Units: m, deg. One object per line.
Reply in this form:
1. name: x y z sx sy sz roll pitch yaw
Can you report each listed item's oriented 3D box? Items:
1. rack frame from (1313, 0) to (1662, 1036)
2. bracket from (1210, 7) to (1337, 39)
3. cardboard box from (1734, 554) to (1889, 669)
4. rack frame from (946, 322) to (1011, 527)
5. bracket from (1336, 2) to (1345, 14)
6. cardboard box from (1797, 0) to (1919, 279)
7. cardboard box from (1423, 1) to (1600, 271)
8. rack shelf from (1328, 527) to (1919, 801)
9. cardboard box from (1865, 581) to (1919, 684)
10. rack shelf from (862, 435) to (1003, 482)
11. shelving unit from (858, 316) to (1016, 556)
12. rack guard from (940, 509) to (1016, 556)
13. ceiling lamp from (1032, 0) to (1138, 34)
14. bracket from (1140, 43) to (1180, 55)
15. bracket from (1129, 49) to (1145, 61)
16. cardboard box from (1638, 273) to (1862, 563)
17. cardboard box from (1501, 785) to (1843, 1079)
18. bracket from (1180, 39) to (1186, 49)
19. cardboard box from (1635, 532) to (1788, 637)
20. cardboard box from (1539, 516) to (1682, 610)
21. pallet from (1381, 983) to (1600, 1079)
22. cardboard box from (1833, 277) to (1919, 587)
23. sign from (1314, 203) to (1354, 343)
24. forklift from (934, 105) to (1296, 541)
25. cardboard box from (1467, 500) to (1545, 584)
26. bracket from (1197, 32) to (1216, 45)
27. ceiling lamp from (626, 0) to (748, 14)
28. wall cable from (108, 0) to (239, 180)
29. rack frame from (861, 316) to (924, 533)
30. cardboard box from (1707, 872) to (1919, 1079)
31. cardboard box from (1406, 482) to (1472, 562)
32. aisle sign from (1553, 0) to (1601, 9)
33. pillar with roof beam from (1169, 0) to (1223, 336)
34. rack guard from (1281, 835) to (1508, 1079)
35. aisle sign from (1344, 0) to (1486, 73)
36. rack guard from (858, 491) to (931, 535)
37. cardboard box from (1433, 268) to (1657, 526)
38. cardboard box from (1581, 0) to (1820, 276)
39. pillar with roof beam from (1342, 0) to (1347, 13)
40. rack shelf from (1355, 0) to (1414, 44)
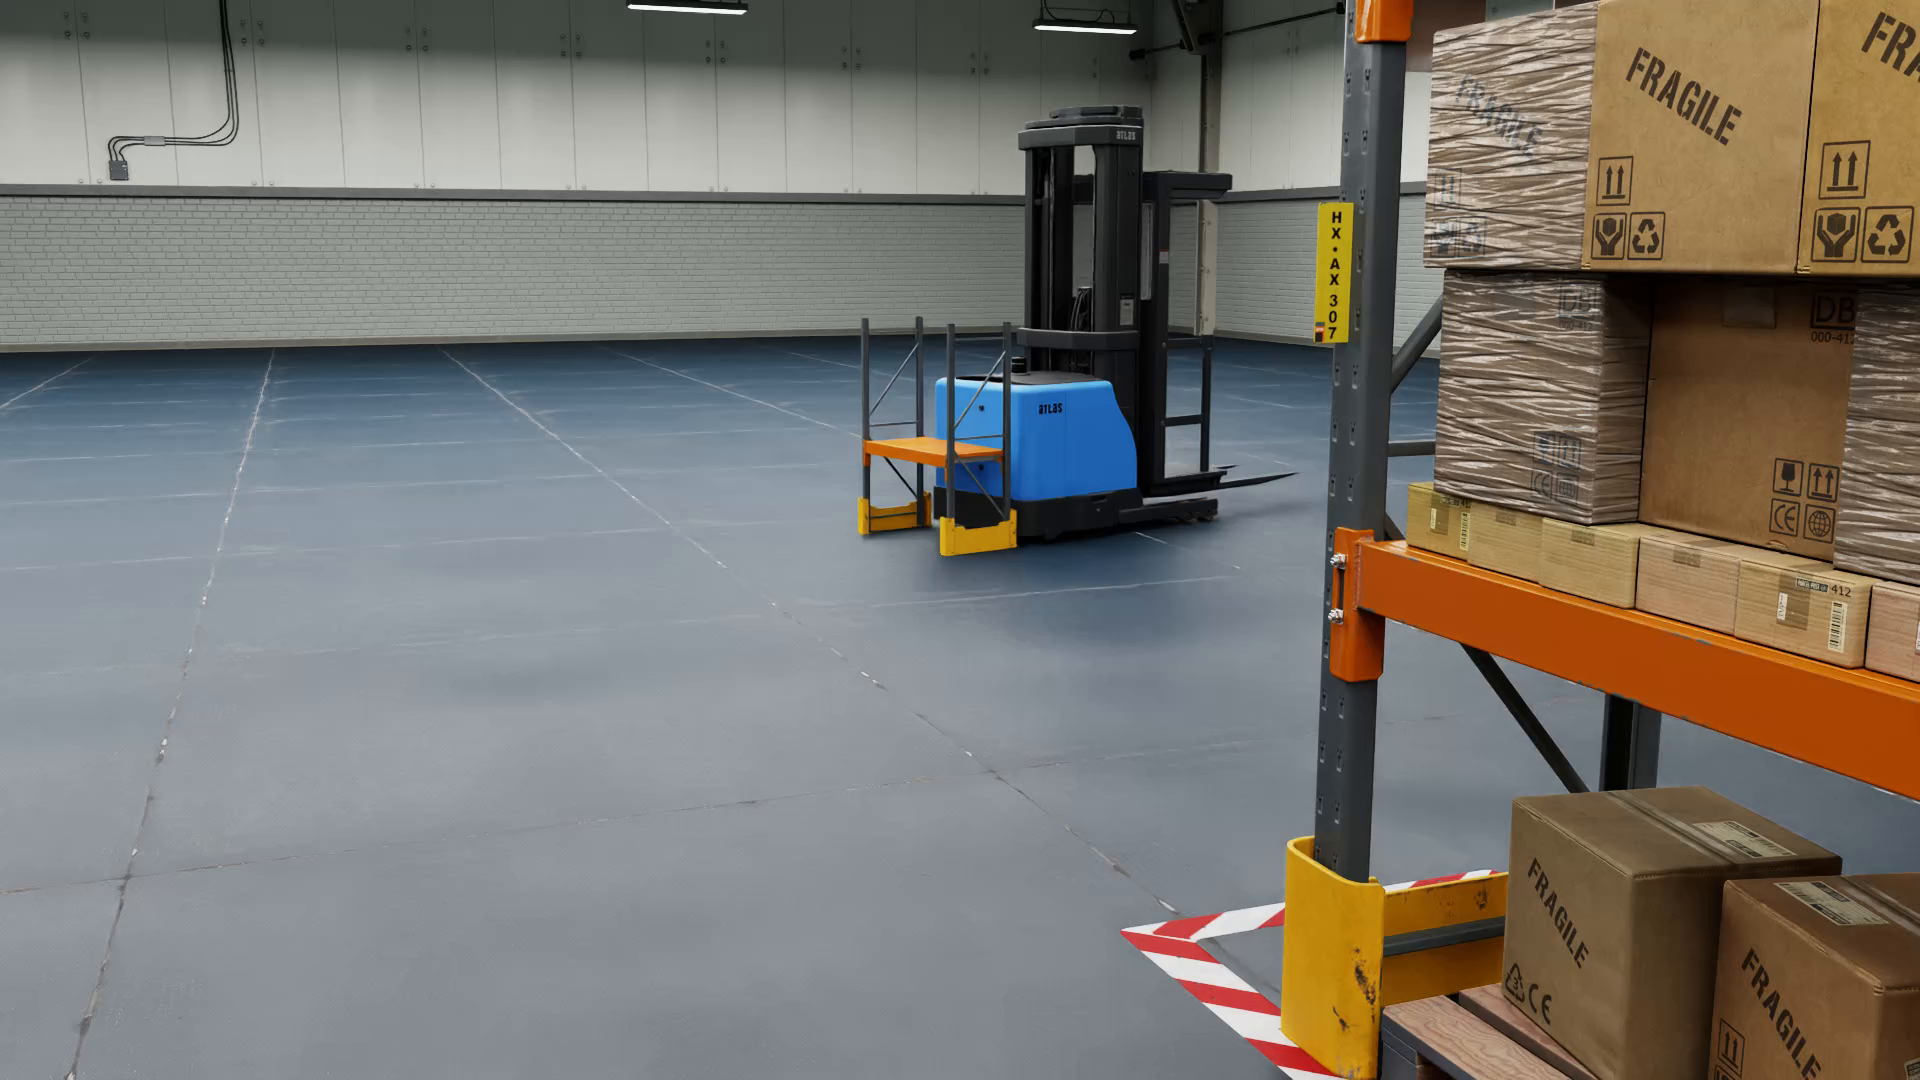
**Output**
1. rack frame: 1.390 -0.238 4.190 1.000 3.000 0.127 -4 11 -21
2. bracket: 6.181 -10.233 32.975 0.076 0.066 4.783 -4 11 -21
3. cardboard box: 1.614 0.112 2.941 0.380 0.149 0.250 -4 11 -21
4. rack frame: 0.124 -0.667 10.887 0.500 1.500 0.032 -7 12 -35
5. bracket: 7.121 -9.810 30.595 0.235 0.232 0.430 -4 11 -21
6. cardboard box: 1.692 -0.655 2.547 0.500 0.500 0.500 -4 11 -21
7. cardboard box: 1.335 -0.818 3.466 0.500 0.500 0.500 -4 11 -21
8. rack shelf: 2.114 0.443 2.418 1.077 0.370 4.000 -4 11 -21
9. cardboard box: 1.730 0.151 2.721 0.380 0.149 0.250 -4 11 -21
10. rack shelf: -0.173 -0.562 11.325 0.538 0.185 1.000 -7 12 -35
11. shelving unit: -0.168 -0.738 11.286 0.587 1.500 1.083 -7 12 -35
12. rack guard: 0.123 -0.052 10.998 0.587 0.250 0.087 -7 12 -35
13. ceiling lamp: 2.205 -10.900 30.335 2.000 3.185 0.800 -4 11 -21
14. bracket: 4.302 -11.079 37.734 0.076 0.066 3.189 -4 11 -21
15. bracket: 4.088 -11.176 38.276 0.235 0.232 0.430 -4 11 -21
16. cardboard box: 1.856 -0.268 3.225 0.875 0.500 0.500 -4 11 -21
17. cardboard box: 1.600 0.889 3.794 0.500 0.500 0.500 -2 10 -10
18. bracket: 4.947 -10.789 36.101 0.235 0.232 0.430 -4 11 -21
19. cardboard box: 1.530 0.071 3.173 0.380 0.149 0.250 -4 11 -21
20. cardboard box: 1.420 0.032 3.395 0.380 0.149 0.250 -4 11 -21
21. pallet: 1.679 1.283 3.607 1.003 0.211 1.213 -4 11 -21
22. cardboard box: 1.997 -0.183 2.751 0.875 0.500 0.500 -4 11 -21
23. sign: 0.884 -0.629 3.921 0.100 0.325 0.005 -4 11 -21
24. forklift: 1.271 -1.627 12.196 3.031 2.935 1.130 -8 13 -39
25. cardboard box: 1.343 -0.010 3.630 0.380 0.149 0.250 -4 11 -21
26. bracket: 5.248 -10.654 35.339 0.235 0.232 0.430 -4 11 -21
27. ceiling lamp: -4.636 -10.434 27.716 2.000 3.185 0.800 -4 11 -21
28. wall cable: -14.912 -9.812 31.173 2.305 6.003 0.169 -4 11 -21
29. rack frame: -0.471 -0.811 11.699 0.500 1.500 0.032 -7 12 -35
30. cardboard box: 1.849 0.985 3.257 0.500 0.500 0.500 -1 10 -6
31. cardboard box: 1.271 -0.052 3.866 0.380 0.149 0.250 -4 11 -21
32. aisle sign: 1.647 -1.547 4.127 0.394 0.787 0.004 -4 11 -21
33. pillar with roof beam: 1.416 -8.698 34.626 9.100 9.000 0.548 -4 11 -21
34. rack guard: 1.417 1.006 4.340 1.175 0.500 0.348 -4 11 -21
35. aisle sign: 1.087 -1.509 3.913 0.394 0.787 0.004 -4 11 -21
36. rack guard: -0.459 -0.193 11.793 0.587 0.250 0.087 -7 12 -35
37. cardboard box: 1.563 -0.342 3.641 0.875 0.500 0.500 -4 11 -21
38. cardboard box: 1.510 -0.736 3.005 0.500 0.500 0.500 -4 11 -21
39. pillar with roof beam: 3.590 -7.719 29.120 9.100 9.000 0.548 -4 11 -21
40. rack shelf: 2.114 -1.034 2.156 1.077 0.370 4.000 -4 11 -21
